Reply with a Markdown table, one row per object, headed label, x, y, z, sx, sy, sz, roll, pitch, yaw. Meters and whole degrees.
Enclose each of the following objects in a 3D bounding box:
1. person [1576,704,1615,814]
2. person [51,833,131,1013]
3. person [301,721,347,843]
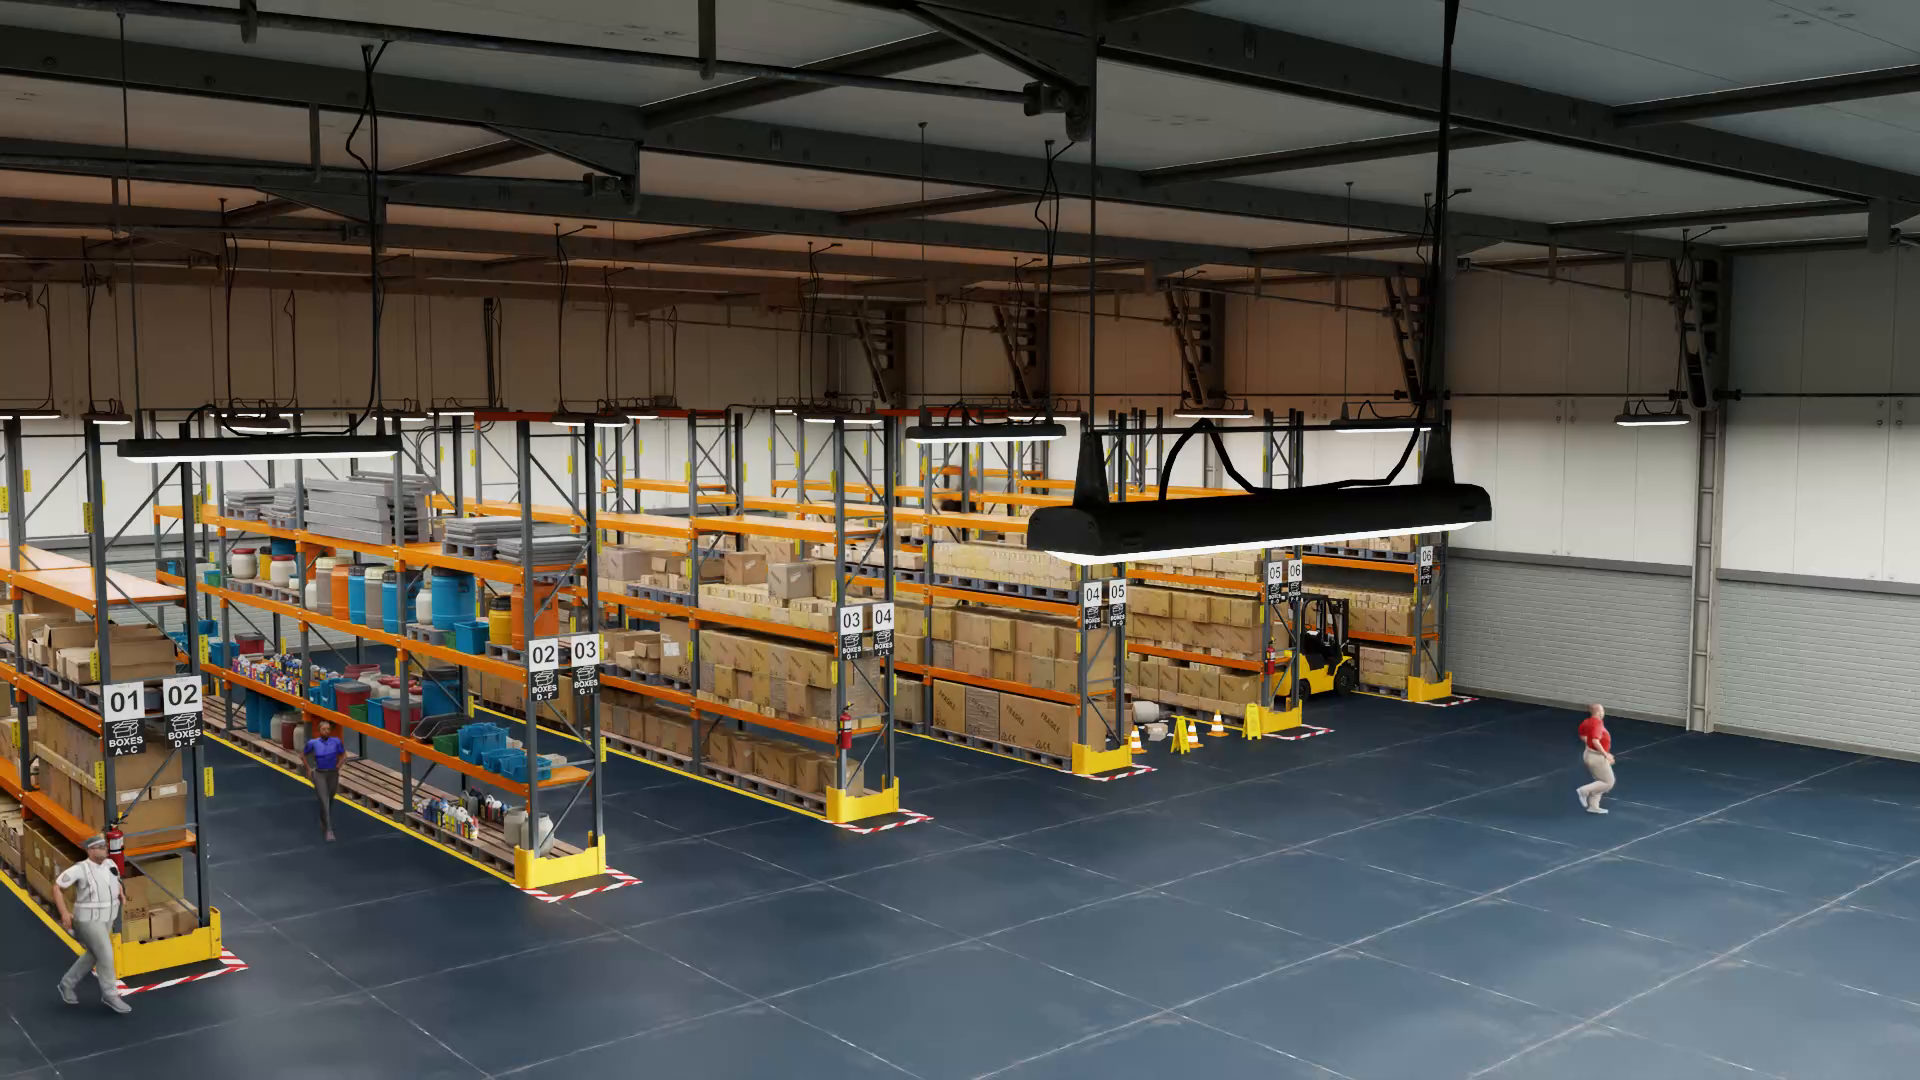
| label | x | y | z | sx | sy | sz | roll | pitch | yaw |
| --- | --- | --- | --- | --- | --- | --- | --- | --- | --- |
| person | 9.558 | 3.299 | 25.074 | 0.599 | 1.684 | 0.670 | 0 | 5 | -3 |
| person | -8.913 | 3.931 | 17.239 | 0.904 | 1.778 | 0.678 | 1 | 5 | 12 |
| person | -9.076 | 3.413 | 23.821 | 0.579 | 1.672 | 0.861 | -4 | 6 | -39 |
